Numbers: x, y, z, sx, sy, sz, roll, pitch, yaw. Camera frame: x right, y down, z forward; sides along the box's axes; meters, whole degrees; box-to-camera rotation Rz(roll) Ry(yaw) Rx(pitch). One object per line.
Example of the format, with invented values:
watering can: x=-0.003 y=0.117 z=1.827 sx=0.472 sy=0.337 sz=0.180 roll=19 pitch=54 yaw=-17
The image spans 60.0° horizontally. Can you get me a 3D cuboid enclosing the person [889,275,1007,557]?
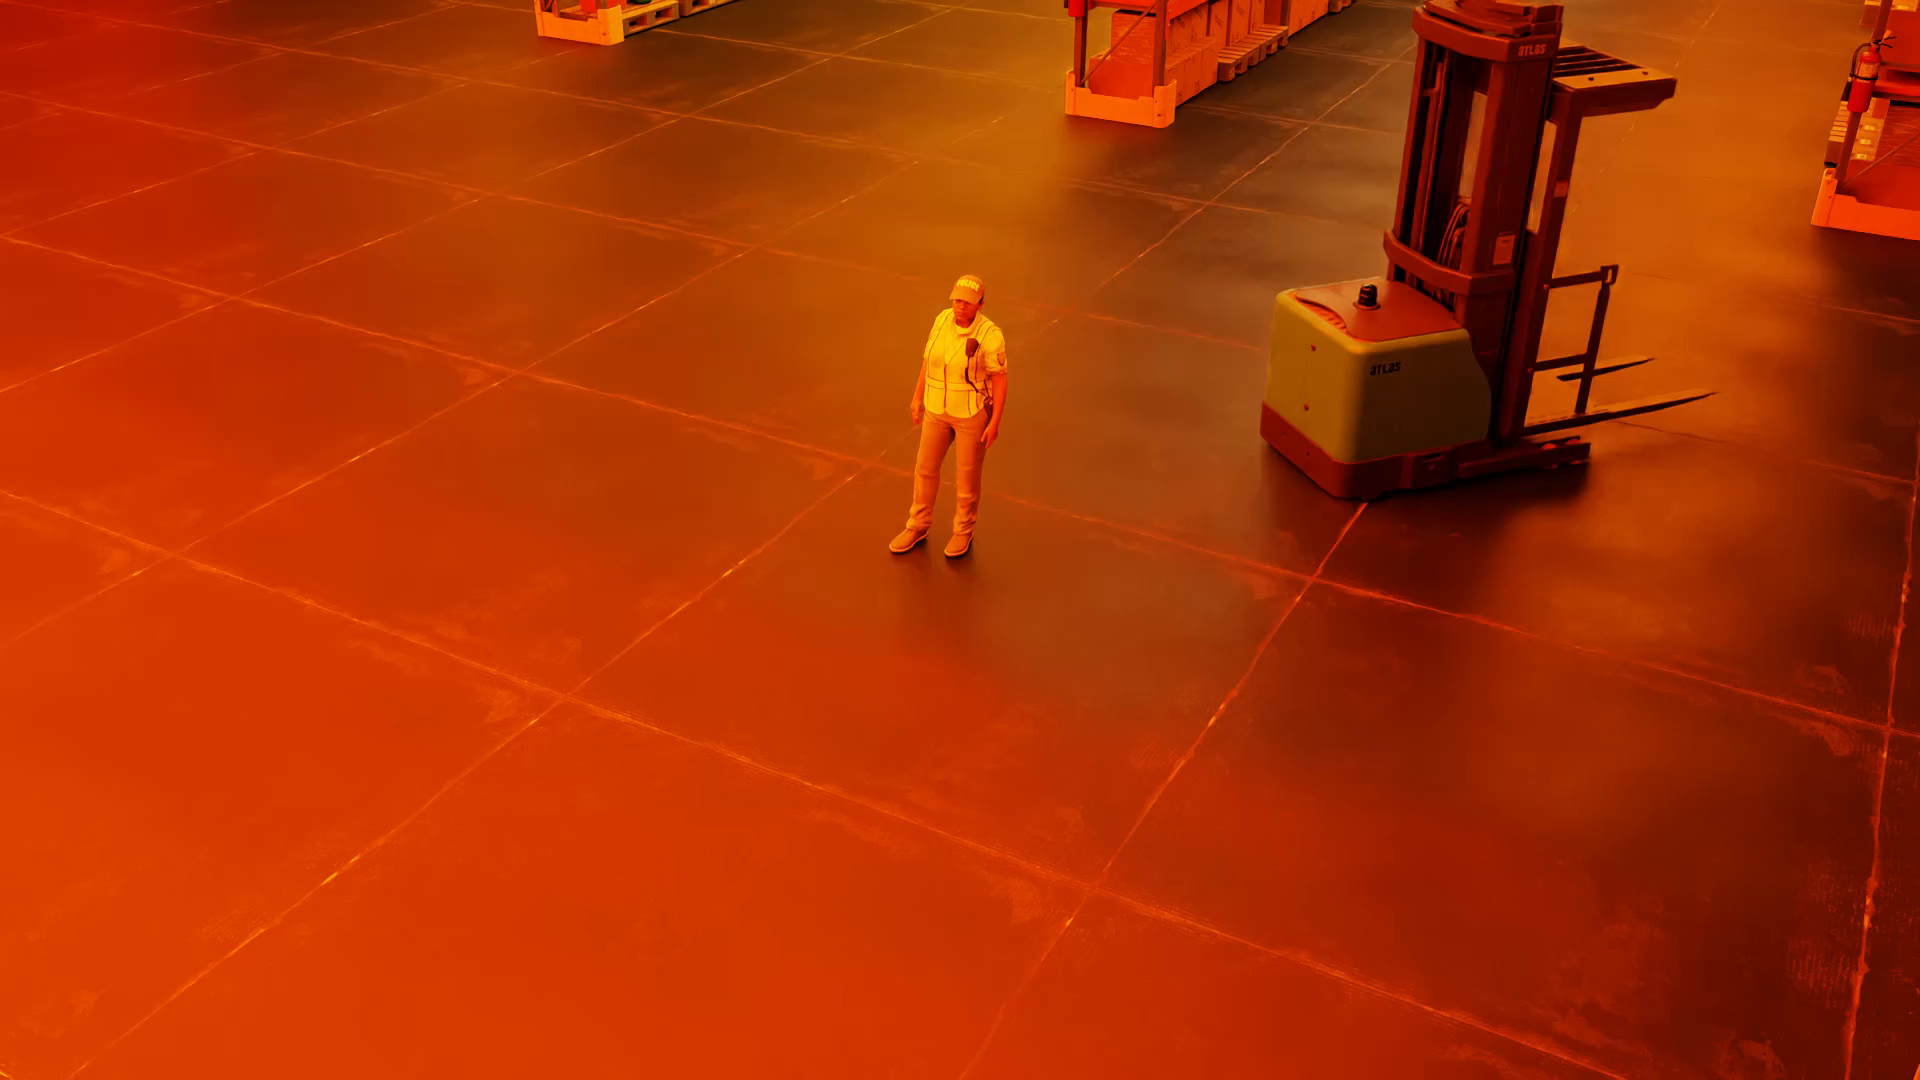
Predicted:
person: x=-0.057 y=-0.700 z=9.534 sx=0.598 sy=1.670 sz=0.529 roll=15 pitch=33 yaw=25

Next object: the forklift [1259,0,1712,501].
forklift: x=3.568 y=-1.963 z=10.471 sx=3.031 sy=2.935 sz=1.130 roll=-11 pitch=32 yaw=-18
